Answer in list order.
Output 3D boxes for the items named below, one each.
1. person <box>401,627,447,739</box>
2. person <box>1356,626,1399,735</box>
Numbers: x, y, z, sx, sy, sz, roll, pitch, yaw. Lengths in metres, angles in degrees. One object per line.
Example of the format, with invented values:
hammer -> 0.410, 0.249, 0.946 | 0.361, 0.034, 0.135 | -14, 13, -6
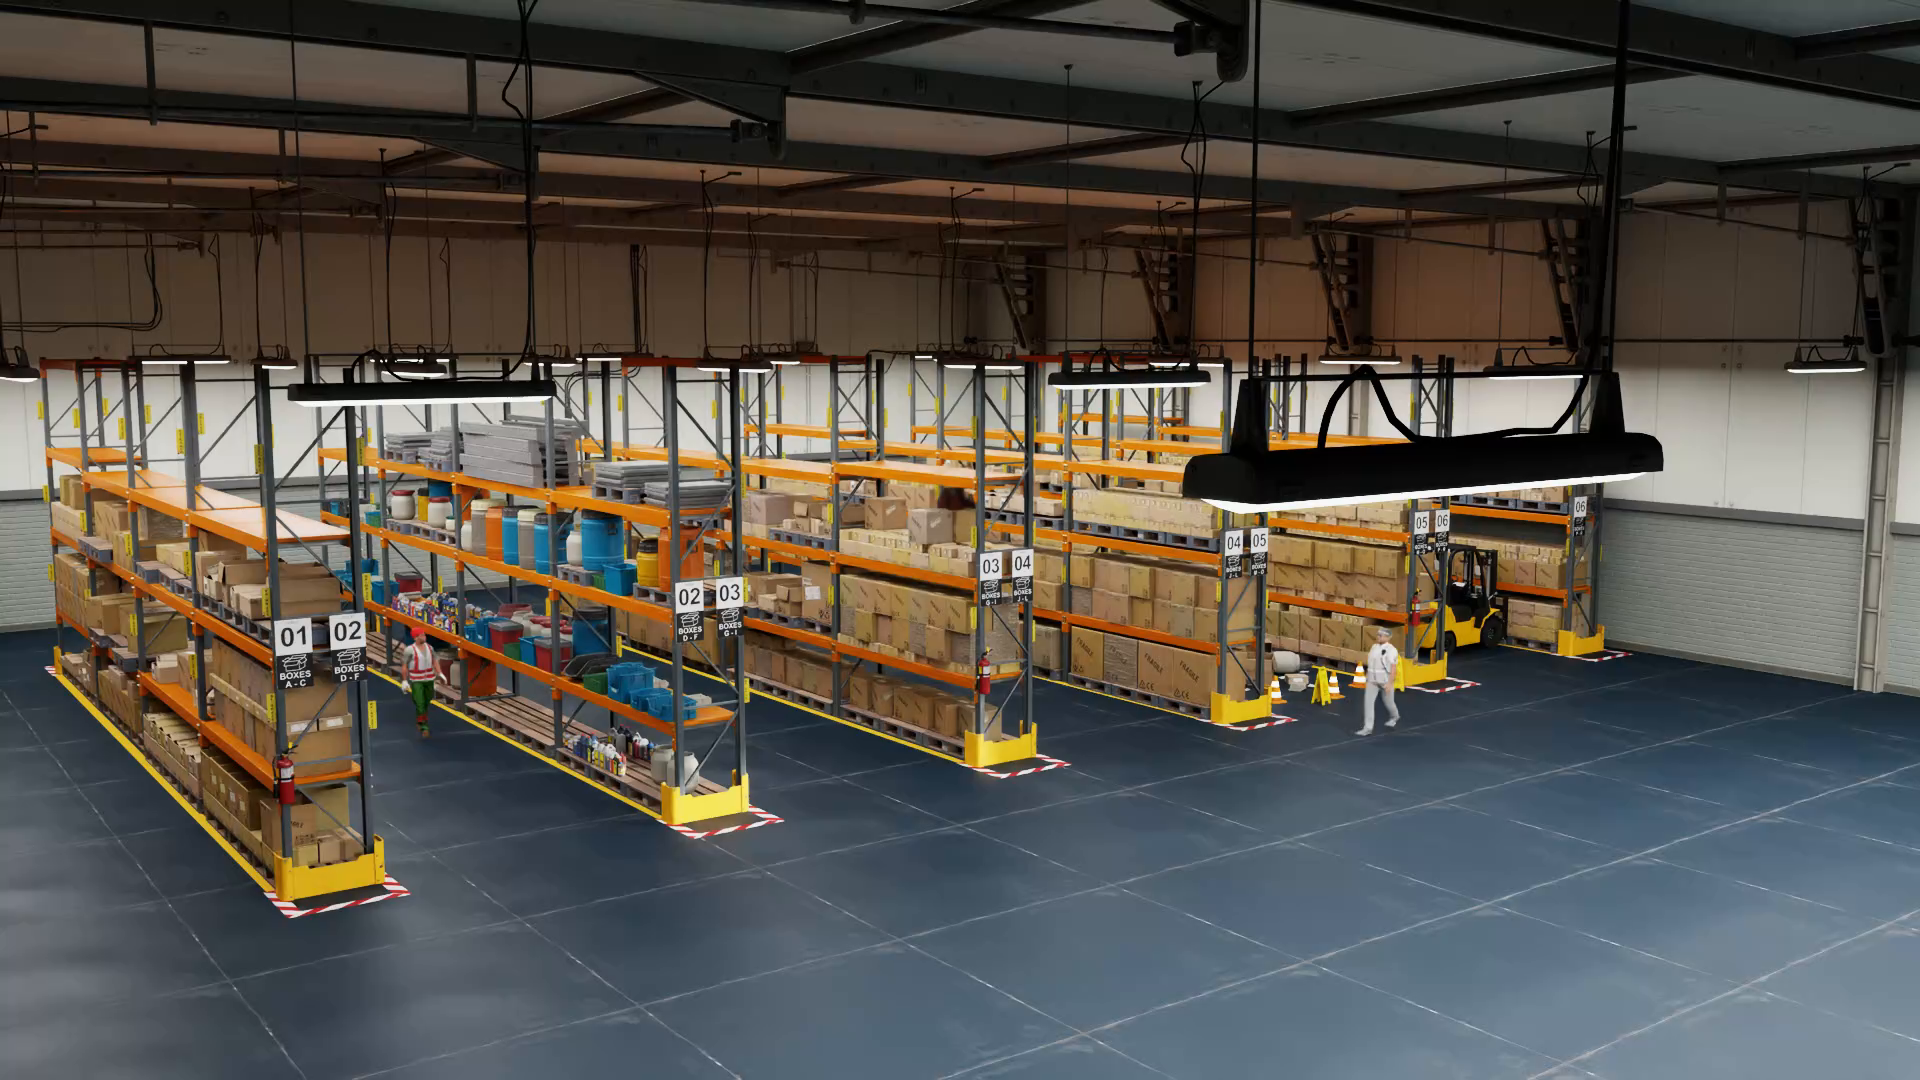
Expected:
person -> -8.571, 2.251, 26.616 | 0.688, 1.732, 1.023 | -5, 8, -36
person -> 6.800, 2.251, 26.819 | 0.514, 1.740, 1.000 | 4, 8, 31
